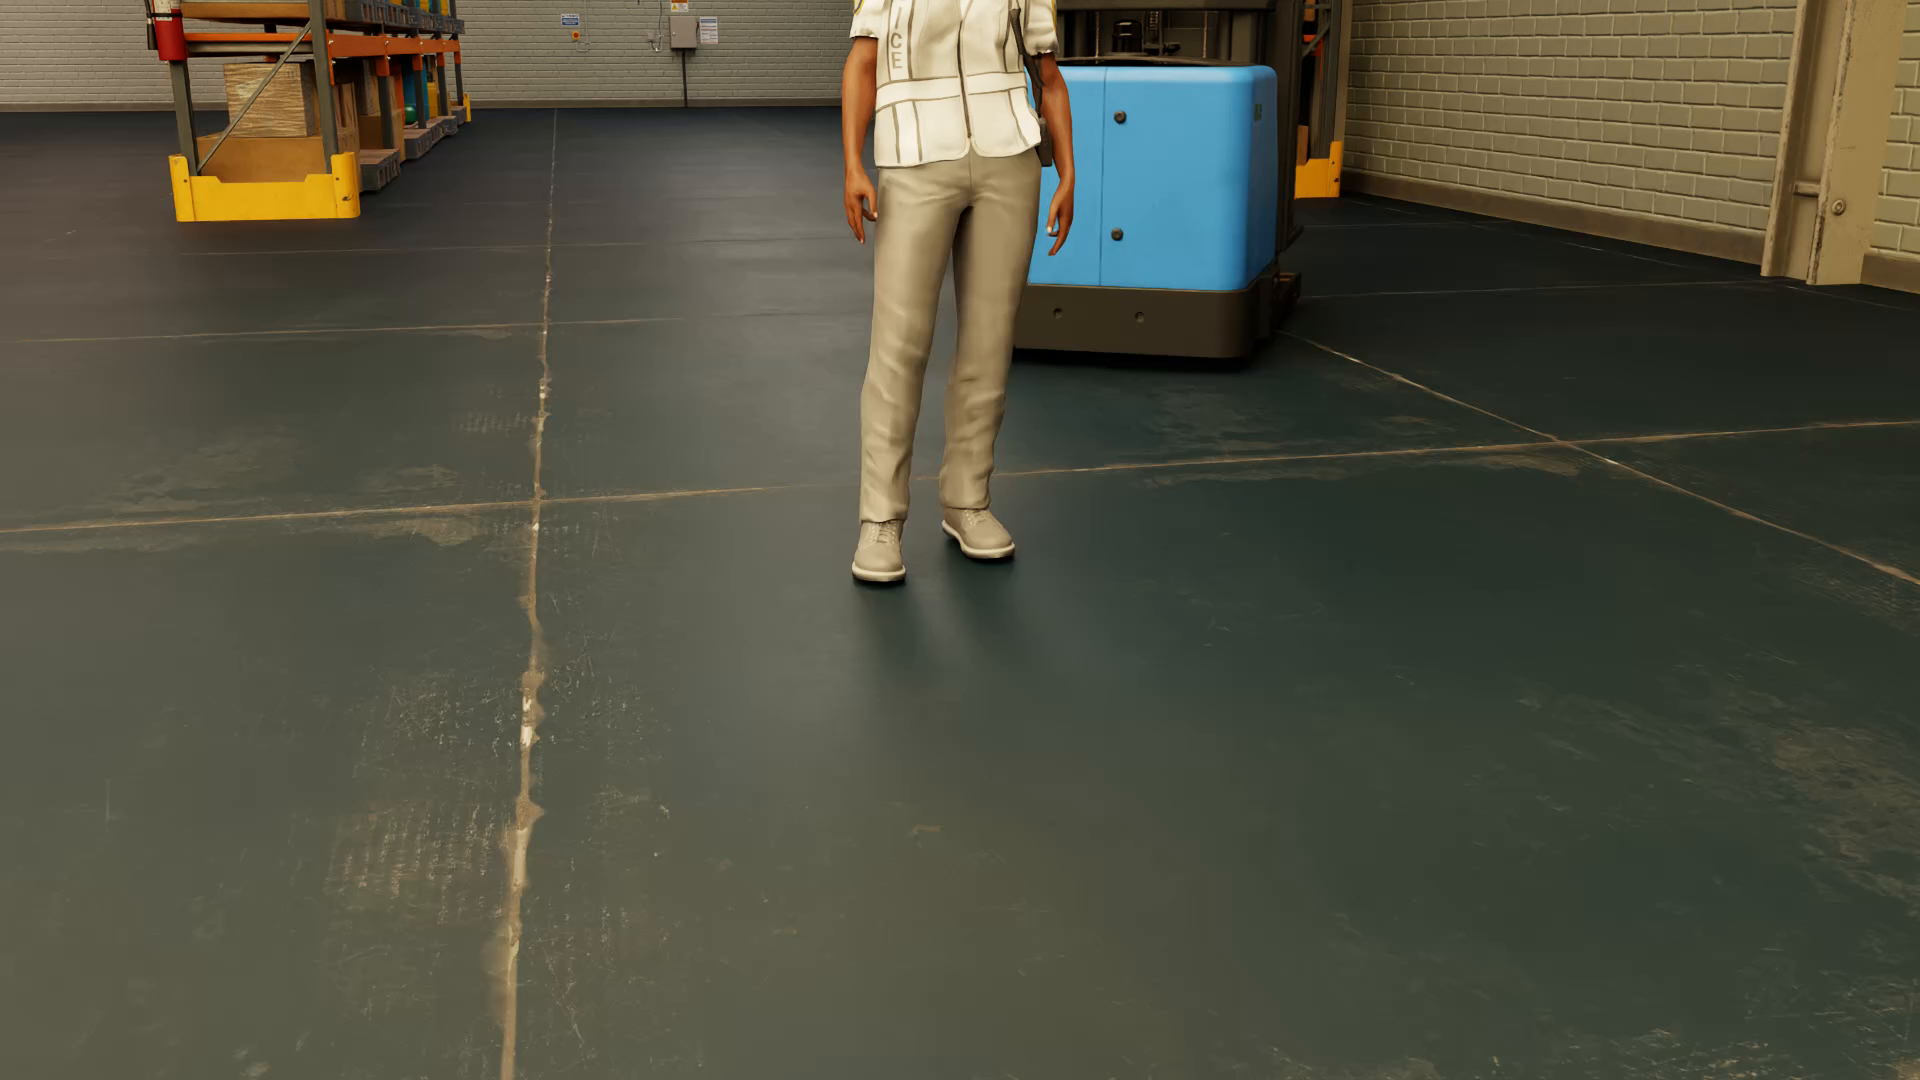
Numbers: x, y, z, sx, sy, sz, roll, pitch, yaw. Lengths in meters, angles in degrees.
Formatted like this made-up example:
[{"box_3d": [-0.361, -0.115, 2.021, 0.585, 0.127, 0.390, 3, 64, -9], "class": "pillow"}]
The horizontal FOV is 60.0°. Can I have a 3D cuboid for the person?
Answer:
[{"box_3d": [-0.003, -0.796, 3.699, 0.569, 1.692, 0.530, -4, 17, -12], "class": "person"}]

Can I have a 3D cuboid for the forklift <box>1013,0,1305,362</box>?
[{"box_3d": [0.931, -2.433, 7.064, 1.130, 2.935, 3.031, 5, 17, 16], "class": "forklift"}]
